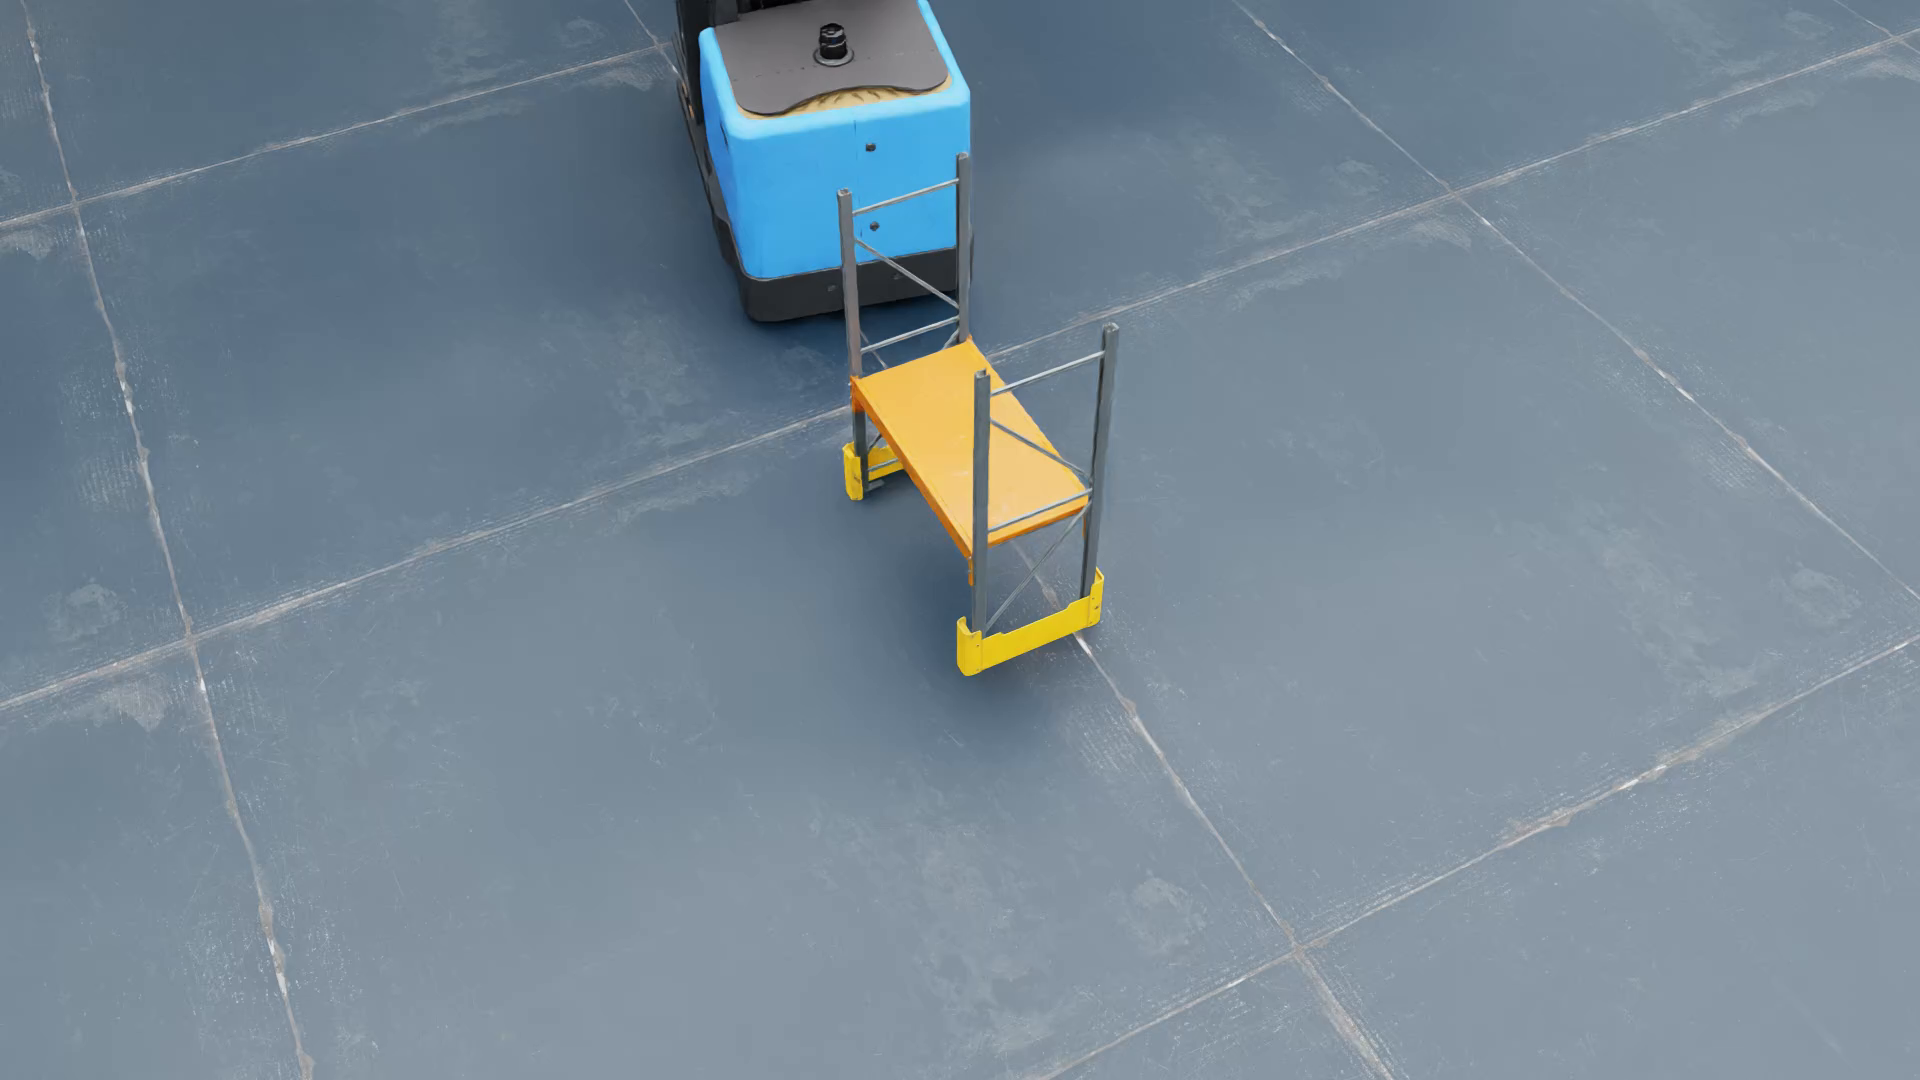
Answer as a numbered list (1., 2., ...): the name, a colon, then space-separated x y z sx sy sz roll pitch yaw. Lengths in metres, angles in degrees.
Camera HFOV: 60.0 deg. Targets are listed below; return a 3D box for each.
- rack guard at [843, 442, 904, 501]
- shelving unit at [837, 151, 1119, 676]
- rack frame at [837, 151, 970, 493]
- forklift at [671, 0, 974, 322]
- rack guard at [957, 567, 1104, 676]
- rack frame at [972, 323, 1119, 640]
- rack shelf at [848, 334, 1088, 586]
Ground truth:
1. rack guard: -0.193 -0.365 6.795 0.587 0.250 0.087 -21 52 -18
2. shelving unit: 0.035 -0.443 6.033 0.587 1.500 1.083 -21 52 -18
3. rack frame: -0.194 -0.777 6.326 0.500 1.500 0.032 -21 52 -18
4. forklift: -0.819 -3.070 7.380 1.130 2.935 3.031 -12 50 -10
5. rack guard: 0.263 0.302 6.212 0.587 0.250 0.087 -21 52 -18
6. rack frame: 0.272 -0.096 5.731 0.500 1.500 0.032 -21 52 -18
7. rack shelf: 0.039 -0.318 6.164 0.538 0.185 1.000 -21 52 -18
